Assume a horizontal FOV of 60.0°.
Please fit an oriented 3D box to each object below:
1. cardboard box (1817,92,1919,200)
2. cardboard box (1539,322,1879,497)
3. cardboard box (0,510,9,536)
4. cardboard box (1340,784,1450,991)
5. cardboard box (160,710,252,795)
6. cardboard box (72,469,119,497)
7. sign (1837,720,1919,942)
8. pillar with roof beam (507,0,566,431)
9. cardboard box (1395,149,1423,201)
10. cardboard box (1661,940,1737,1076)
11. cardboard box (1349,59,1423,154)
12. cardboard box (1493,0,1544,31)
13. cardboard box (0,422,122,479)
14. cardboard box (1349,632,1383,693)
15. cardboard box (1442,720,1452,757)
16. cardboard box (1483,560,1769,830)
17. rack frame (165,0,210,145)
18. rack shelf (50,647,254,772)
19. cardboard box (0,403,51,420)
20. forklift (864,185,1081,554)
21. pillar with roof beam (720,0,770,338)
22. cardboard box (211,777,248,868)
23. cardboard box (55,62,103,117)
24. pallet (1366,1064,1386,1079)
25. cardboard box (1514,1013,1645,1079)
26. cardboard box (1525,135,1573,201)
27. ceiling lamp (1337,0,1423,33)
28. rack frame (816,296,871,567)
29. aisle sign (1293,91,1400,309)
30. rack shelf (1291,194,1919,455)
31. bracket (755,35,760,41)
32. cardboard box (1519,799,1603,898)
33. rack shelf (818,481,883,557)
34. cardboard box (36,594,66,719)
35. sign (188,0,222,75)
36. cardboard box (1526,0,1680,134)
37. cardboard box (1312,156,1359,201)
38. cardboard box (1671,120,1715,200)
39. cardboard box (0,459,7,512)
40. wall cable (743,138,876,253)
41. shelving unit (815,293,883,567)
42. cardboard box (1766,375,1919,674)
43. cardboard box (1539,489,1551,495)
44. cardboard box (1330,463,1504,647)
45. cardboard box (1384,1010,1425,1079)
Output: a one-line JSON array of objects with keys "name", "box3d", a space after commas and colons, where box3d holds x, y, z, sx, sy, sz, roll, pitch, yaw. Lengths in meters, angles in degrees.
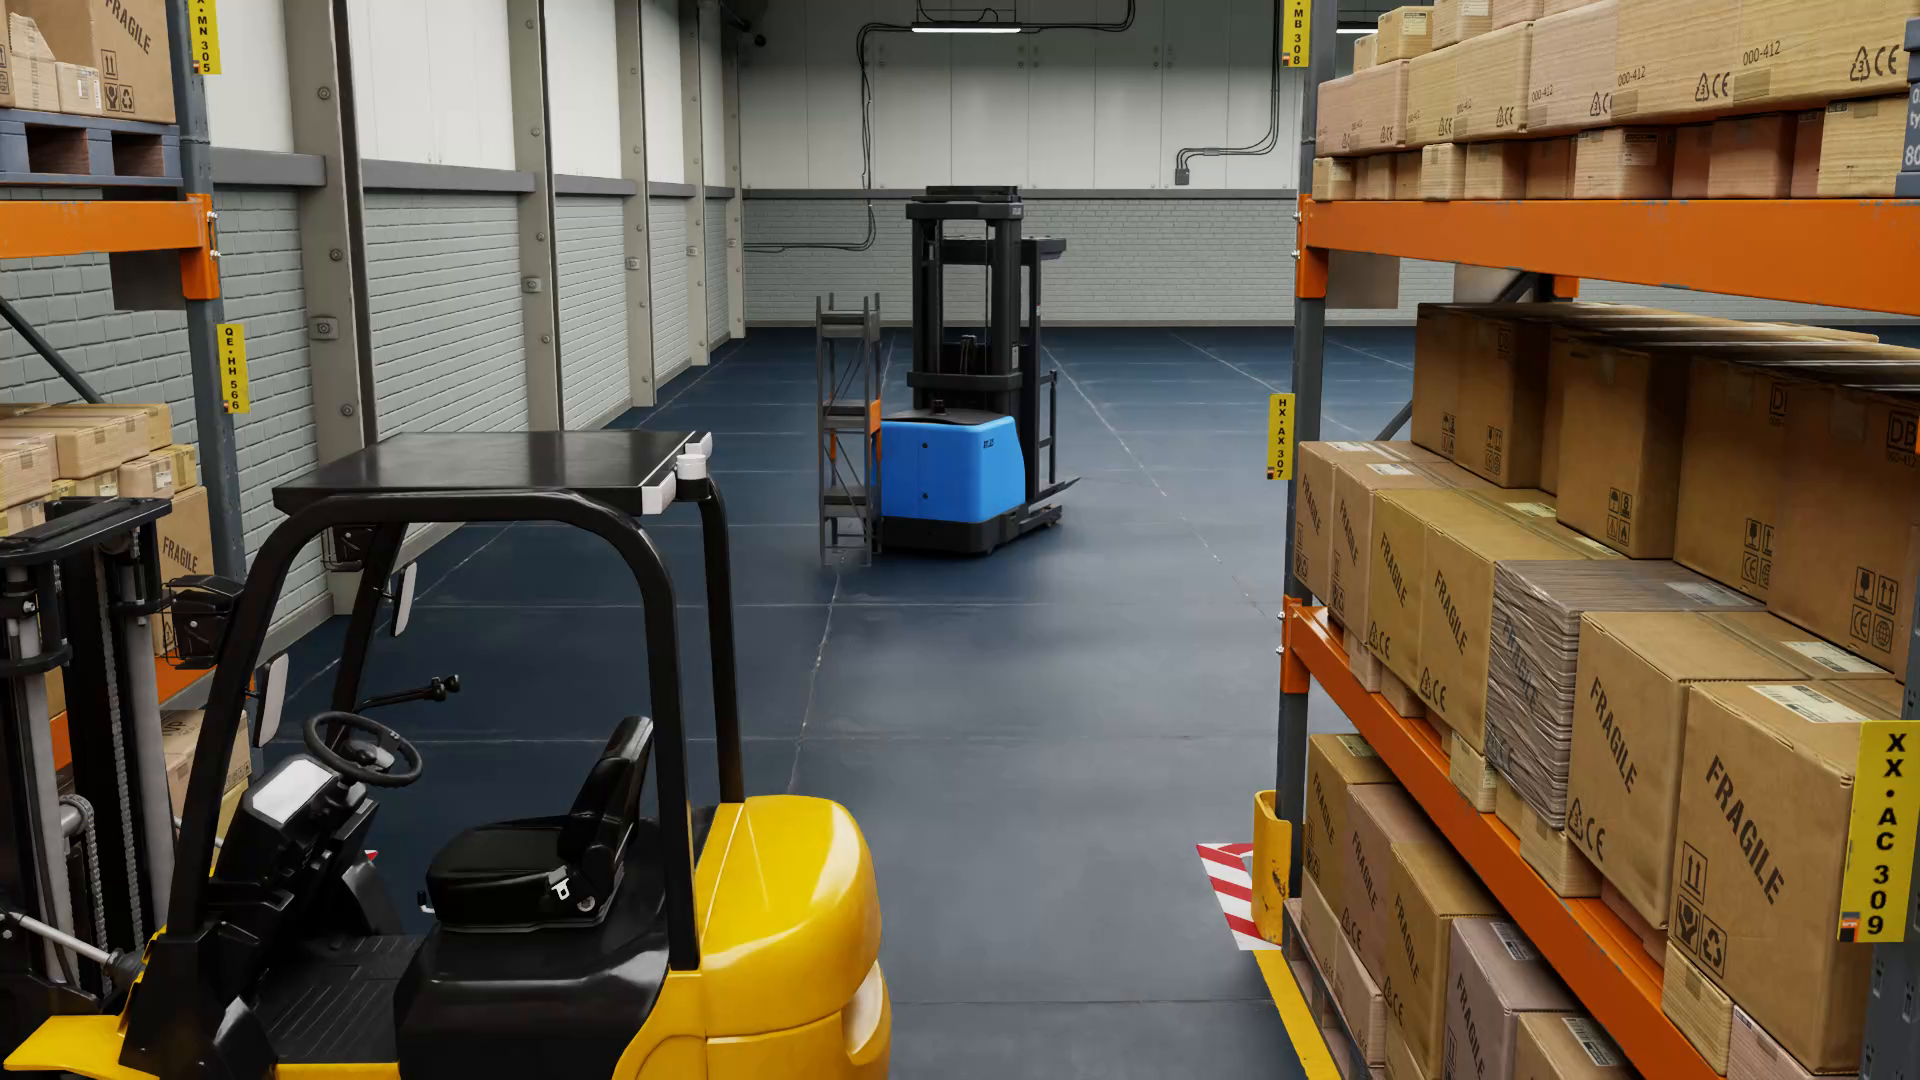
[{"name": "cardboard box", "box3d": [1.522, -0.579, 2.457, 0.380, 0.149, 0.250, 0, 11, -1]}, {"name": "cardboard box", "box3d": [2.097, -0.348, 4.717, 0.700, 0.500, 0.500, 0, 11, -2]}, {"name": "cardboard box", "box3d": [-2.873, 0.011, 4.577, 0.380, 0.149, 0.250, 0, 11, -1]}, {"name": "cardboard box", "box3d": [1.508, 1.079, 5.171, 0.500, 0.500, 0.500, -1, 11, -3]}, {"name": "cardboard box", "box3d": [-2.889, 0.797, 5.929, 0.500, 0.250, 0.500, 0, 11, 1]}, {"name": "cardboard box", "box3d": [-2.944, -0.141, 5.328, 0.380, 0.149, 0.250, 0, 11, 0]}, {"name": "sign", "box3d": [1.292, 0.409, 2.322, 0.100, 0.325, 0.005, 0, 11, -1]}, {"name": "pillar with roof beam", "box3d": [-0.041, -5.146, 16.790, 9.100, 9.000, 0.400, 0, 11, -1]}, {"name": "cardboard box", "box3d": [1.530, -1.092, 4.983, 0.380, 0.149, 0.250, 0, 11, -2]}, {"name": "cardboard box", "box3d": [1.511, 0.840, 3.004, 0.380, 0.149, 0.250, 0, 11, 0]}, {"name": "cardboard box", "box3d": [1.496, -1.307, 5.041, 0.500, 0.250, 0.500, 0, 11, -2]}, {"name": "cardboard box", "box3d": [1.482, -1.278, 3.897, 0.380, 0.149, 0.250, 0, 11, 0]}, {"name": "cardboard box", "box3d": [-2.924, -0.286, 5.294, 0.380, 0.149, 0.250, 0, 11, 0]}, {"name": "cardboard box", "box3d": [1.455, 0.380, 5.275, 0.380, 0.149, 0.250, 0, 11, 0]}, {"name": "cardboard box", "box3d": [1.535, 0.536, 4.506, 0.380, 0.149, 0.250, -1, 11, -3]}, {"name": "cardboard box", "box3d": [1.544, 0.342, 3.830, 0.500, 0.500, 0.500, 0, 11, 0]}, {"name": "rack frame", "box3d": [-3.211, -2.885, 5.645, 1.000, 3.000, 0.127, 0, 11, -1]}, {"name": "rack shelf", "box3d": [-3.170, 0.806, 4.353, 1.077, 0.370, 4.000, 0, 11, -1]}, {"name": "cardboard box", "box3d": [-3.417, -0.390, 5.804, 0.380, 0.149, 0.250, 0, 11, -2]}, {"name": "forklift", "box3d": [0.259, -1.577, 14.460, 1.130, 2.935, 3.031, 5, 12, 23]}, {"name": "pillar with roof beam", "box3d": [-0.413, -8.724, 34.427, 9.100, 9.000, 0.548, 0, 11, -1]}, {"name": "cardboard box", "box3d": [-2.888, 1.048, 5.953, 0.500, 0.250, 0.500, 0, 11, -2]}, {"name": "cardboard box", "box3d": [-2.890, -1.383, 5.111, 0.380, 0.149, 0.250, -1, 11, -3]}, {"name": "pallet", "box3d": [1.757, 1.820, 4.559, 1.003, 0.211, 1.213, 0, 11, -1]}, {"name": "cardboard box", "box3d": [1.542, 1.386, 3.656, 0.500, 0.500, 0.500, 0, 11, 0]}, {"name": "cardboard box", "box3d": [1.586, -0.887, 3.973, 0.380, 0.149, 0.250, 0, 11, -2]}, {"name": "ceiling lamp", "box3d": [7.499, -10.849, 30.219, 2.000, 3.185, 0.800, 0, 11, -1]}, {"name": "rack frame", "box3d": [-0.893, -0.822, 12.831, 0.400, 2.100, 0.015, 1, 12, 7]}, {"name": "aisle sign", "box3d": [1.441, -1.251, 6.142, 0.394, 0.787, 0.004, 0, 11, -1]}, {"name": "rack shelf", "box3d": [1.793, -0.686, 4.159, 1.077, 0.370, 4.000, 0, 11, -1]}, {"name": "bracket", "box3d": [-4.408, -10.908, 36.139, 0.076, 0.066, 3.189, 0, 11, -1]}, {"name": "cardboard box", "box3d": [1.499, 0.688, 3.756, 0.380, 0.149, 0.250, 0, 11, -2]}, {"name": "rack shelf", "box3d": [-0.863, -0.171, 13.210, 0.431, 0.518, 0.480, 1, 12, 7]}, {"name": "cardboard box", "box3d": [-2.926, 0.308, 4.744, 0.500, 0.500, 0.500, 0, 11, -2]}, {"name": "sign", "box3d": [-2.668, -1.809, 5.861, 0.100, 0.325, 0.005, 0, 11, -1]}, {"name": "cardboard box", "box3d": [1.549, -1.001, 3.536, 0.500, 0.250, 0.500, 0, 11, -2]}, {"name": "cardboard box", "box3d": [1.434, -1.245, 5.741, 0.380, 0.149, 0.250, 0, 11, -1]}, {"name": "cardboard box", "box3d": [1.618, -0.731, 3.205, 0.380, 0.149, 0.250, -1, 11, -3]}, {"name": "cardboard box", "box3d": [-2.866, -0.134, 4.542, 0.380, 0.149, 0.250, 0, 11, 0]}, {"name": "wall cable", "box3d": [-3.456, -7.775, 37.561, 3.097, 2.526, 0.112, 0, 11, -1]}, {"name": "shelving unit", "box3d": [-0.863, -0.870, 13.068, 0.431, 2.100, 0.503, 1, 12, 7]}, {"name": "cardboard box", "box3d": [2.053, -0.045, 3.224, 0.700, 0.500, 0.500, 0, 11, -1]}, {"name": "cardboard box", "box3d": [2.044, 0.046, 5.289, 0.500, 0.500, 0.500, 0, 11, -1]}, {"name": "cardboard box", "box3d": [1.498, 0.038, 5.329, 0.500, 0.500, 0.500, 0, 11, 1]}, {"name": "cardboard box", "box3d": [1.519, 1.547, 4.747, 0.500, 0.250, 0.500, 1, 11, 3]}]
